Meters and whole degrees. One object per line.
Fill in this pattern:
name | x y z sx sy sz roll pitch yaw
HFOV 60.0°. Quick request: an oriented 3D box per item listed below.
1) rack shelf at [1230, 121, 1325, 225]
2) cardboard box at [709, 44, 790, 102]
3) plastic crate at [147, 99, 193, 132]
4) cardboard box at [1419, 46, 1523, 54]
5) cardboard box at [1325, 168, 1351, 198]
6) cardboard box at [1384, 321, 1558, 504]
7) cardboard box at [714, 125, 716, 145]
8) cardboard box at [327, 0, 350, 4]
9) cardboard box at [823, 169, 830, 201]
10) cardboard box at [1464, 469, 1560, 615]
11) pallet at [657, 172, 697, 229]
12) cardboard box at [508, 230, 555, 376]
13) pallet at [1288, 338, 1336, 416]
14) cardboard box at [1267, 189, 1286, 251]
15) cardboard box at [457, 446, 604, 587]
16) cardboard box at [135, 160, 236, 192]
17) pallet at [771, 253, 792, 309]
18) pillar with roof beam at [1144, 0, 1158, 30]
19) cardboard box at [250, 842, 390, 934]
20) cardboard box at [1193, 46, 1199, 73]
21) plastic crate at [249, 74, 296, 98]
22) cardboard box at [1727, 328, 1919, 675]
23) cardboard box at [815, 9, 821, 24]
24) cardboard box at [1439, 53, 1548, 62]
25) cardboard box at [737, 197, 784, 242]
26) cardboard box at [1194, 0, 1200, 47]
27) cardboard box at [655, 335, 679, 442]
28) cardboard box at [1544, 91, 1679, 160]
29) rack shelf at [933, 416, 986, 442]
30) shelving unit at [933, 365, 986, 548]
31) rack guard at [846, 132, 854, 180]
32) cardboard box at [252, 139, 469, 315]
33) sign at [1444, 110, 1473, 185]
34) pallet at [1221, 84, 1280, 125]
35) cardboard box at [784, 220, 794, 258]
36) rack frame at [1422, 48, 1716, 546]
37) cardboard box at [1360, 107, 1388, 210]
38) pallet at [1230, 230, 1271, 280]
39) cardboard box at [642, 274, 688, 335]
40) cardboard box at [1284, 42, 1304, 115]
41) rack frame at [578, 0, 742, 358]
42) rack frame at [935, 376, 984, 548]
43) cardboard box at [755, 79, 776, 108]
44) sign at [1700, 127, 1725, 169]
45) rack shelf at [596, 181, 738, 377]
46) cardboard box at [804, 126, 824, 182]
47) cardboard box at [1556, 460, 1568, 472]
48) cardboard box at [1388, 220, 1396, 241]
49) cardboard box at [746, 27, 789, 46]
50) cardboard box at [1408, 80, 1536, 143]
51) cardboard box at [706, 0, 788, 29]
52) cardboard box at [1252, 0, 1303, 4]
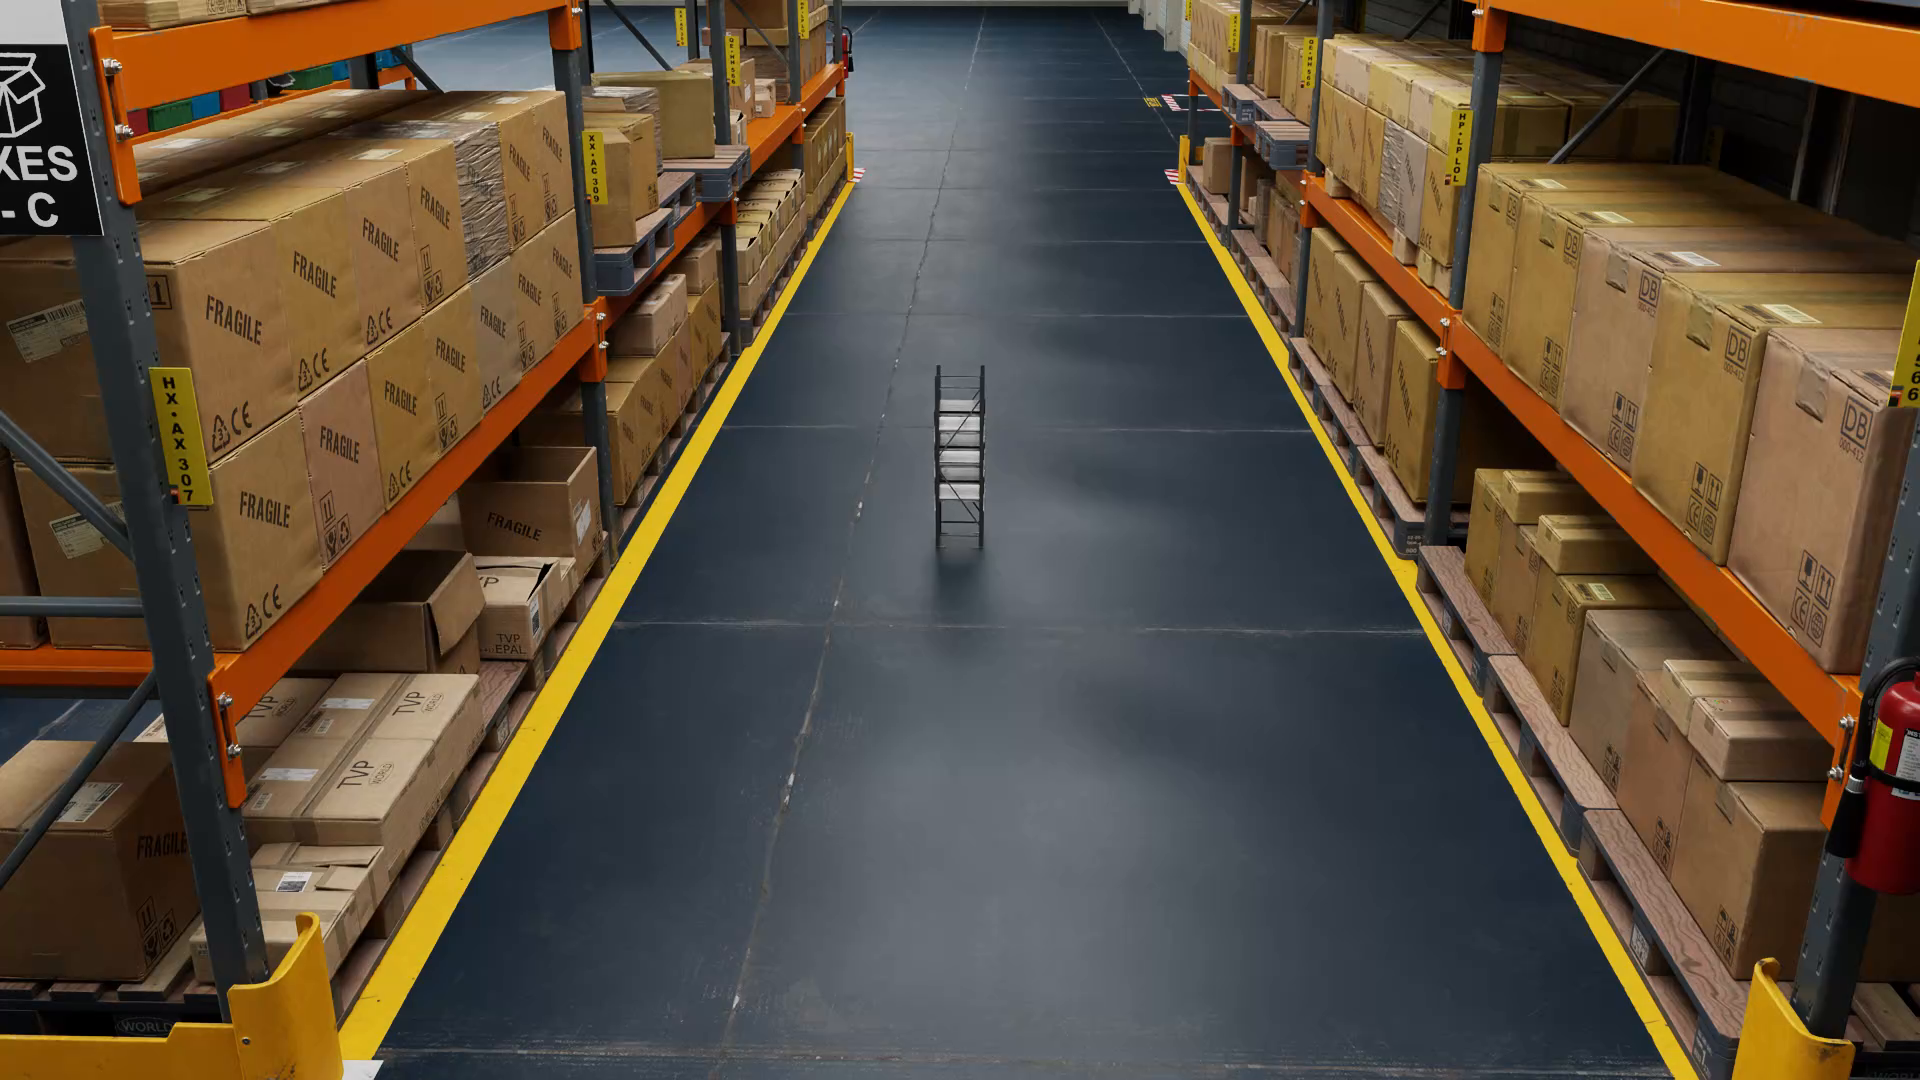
rack shelf | 2.936 -3.063 13.271 1.077 0.370 4.000 1 21 2
cardboard box | -1.947 -4.382 15.538 0.700 0.500 0.500 0 21 0
plastic crate | -6.676 -3.499 13.693 0.450 0.188 0.662 1 21 2
cardboard box | 3.102 -2.866 10.154 0.500 0.250 0.500 0 21 0
cardboard box | 2.525 -2.265 10.539 0.380 0.149 0.250 1 21 3
cardboard box | 2.644 -0.659 8.473 0.750 0.750 0.750 1 21 2
cardboard box | -2.021 -2.818 11.768 0.500 0.311 0.500 2 21 5
cardboard box | -2.008 -1.709 4.847 0.500 0.250 0.500 1 21 2
cardboard box | -1.596 -3.615 16.919 0.500 0.250 0.500 1 21 2
cardboard box | 2.629 0.010 7.233 0.700 0.500 0.500 1 21 2
pallet | -2.130 -1.936 9.637 1.003 0.211 1.213 1 21 2
cardboard box | -1.971 -0.959 6.716 0.500 0.500 0.500 1 21 3
pallet | 2.776 -1.091 11.050 1.003 0.211 1.213 1 21 2
cardboard box | 3.026 -2.708 14.208 0.700 0.500 0.500 0 21 1
cardboard box | -1.931 -0.113 7.521 0.500 0.500 0.500 1 21 2
cardboard box | -2.555 -0.883 5.137 0.500 0.500 0.500 1 21 3
pallet | -1.972 -2.166 13.819 1.003 0.211 1.213 1 21 2
pillar with roof beam | 0.389 -16.827 39.457 9.100 9.000 0.400 1 21 2
cardboard box | -1.955 1.042 5.006 0.380 0.166 0.250 1 21 2
cardboard box | 2.785 -5.147 17.826 0.500 0.250 0.500 0 21 0
plastic crate | -6.762 -4.390 15.781 0.767 0.338 0.504 1 21 2
cardboard box | 2.638 -0.107 4.244 0.980 0.700 0.700 2 21 4
cardboard box | -1.678 -5.552 17.656 0.380 0.149 0.250 1 21 2
cardboard box | 3.083 -2.680 9.676 0.500 0.250 0.500 0 21 0
cardboard box | -1.726 -2.650 13.658 0.500 0.311 0.500 0 21 1
cardboard box | 2.779 -5.509 17.724 0.500 0.500 0.500 1 21 2
cardboard box | -1.911 -0.868 9.467 0.500 0.500 0.500 1 21 2
cardboard box | 3.028 -1.937 7.760 0.500 0.250 0.500 1 21 3
rack shelf | 0.000 -0.553 8.306 0.258 0.077 0.200 1 21 2
shelving unit | 0.000 -0.417 8.359 0.258 0.900 0.210 1 21 2
rack guard | -1.832 -4.465 19.344 1.175 0.500 0.348 1 21 2
cardboard box | -1.999 -1.060 5.594 0.500 0.500 0.500 0 21 1
sign | 2.211 -1.735 7.361 0.100 0.325 0.005 1 21 2
pallet | 2.829 -3.758 14.332 1.003 0.211 1.213 1 21 2
cardboard box | -1.709 -2.568 14.221 0.500 0.250 0.500 1 21 3
rack frame | 2.754 -1.229 7.550 1.000 3.000 0.127 1 21 2
cardboard box | 2.556 -2.140 9.321 0.500 0.500 0.500 1 21 3
pallet | 2.975 -2.540 14.784 1.003 0.211 1.213 1 21 2
cardboard box | -1.894 -1.387 9.767 0.500 0.250 0.500 0 21 1
cardboard box | 2.896 -3.548 12.780 0.700 0.500 0.500 1 21 2
rack frame | -2.076 -2.729 11.415 1.000 3.000 0.127 1 21 2
rack frame | -0.003 -0.380 8.264 0.240 0.900 0.006 1 21 2
cardboard box | -1.926 -3.926 14.709 0.500 0.250 0.500 2 21 5
sign | 3.309 -1.664 7.365 0.100 0.325 0.005 1 21 2
rack shelf | -2.137 -1.670 9.681 1.077 0.370 4.000 1 21 2
cardboard box | -1.620 -3.784 16.317 0.500 0.500 0.500 1 21 2
cardboard box | 2.832 -0.343 7.245 0.380 0.149 0.250 1 21 1
cardboard box | 2.564 -1.706 9.098 0.380 0.149 0.250 0 21 0
cardboard box | -1.752 -4.619 15.252 0.380 0.149 0.250 1 21 2
cardboard box | 2.538 -2.130 8.258 0.500 0.250 0.500 1 21 3
cardboard box | -1.947 -4.987 15.303 0.700 0.500 0.500 1 21 2
cardboard box | 3.280 -5.315 17.224 0.500 0.500 0.500 0 21 0
